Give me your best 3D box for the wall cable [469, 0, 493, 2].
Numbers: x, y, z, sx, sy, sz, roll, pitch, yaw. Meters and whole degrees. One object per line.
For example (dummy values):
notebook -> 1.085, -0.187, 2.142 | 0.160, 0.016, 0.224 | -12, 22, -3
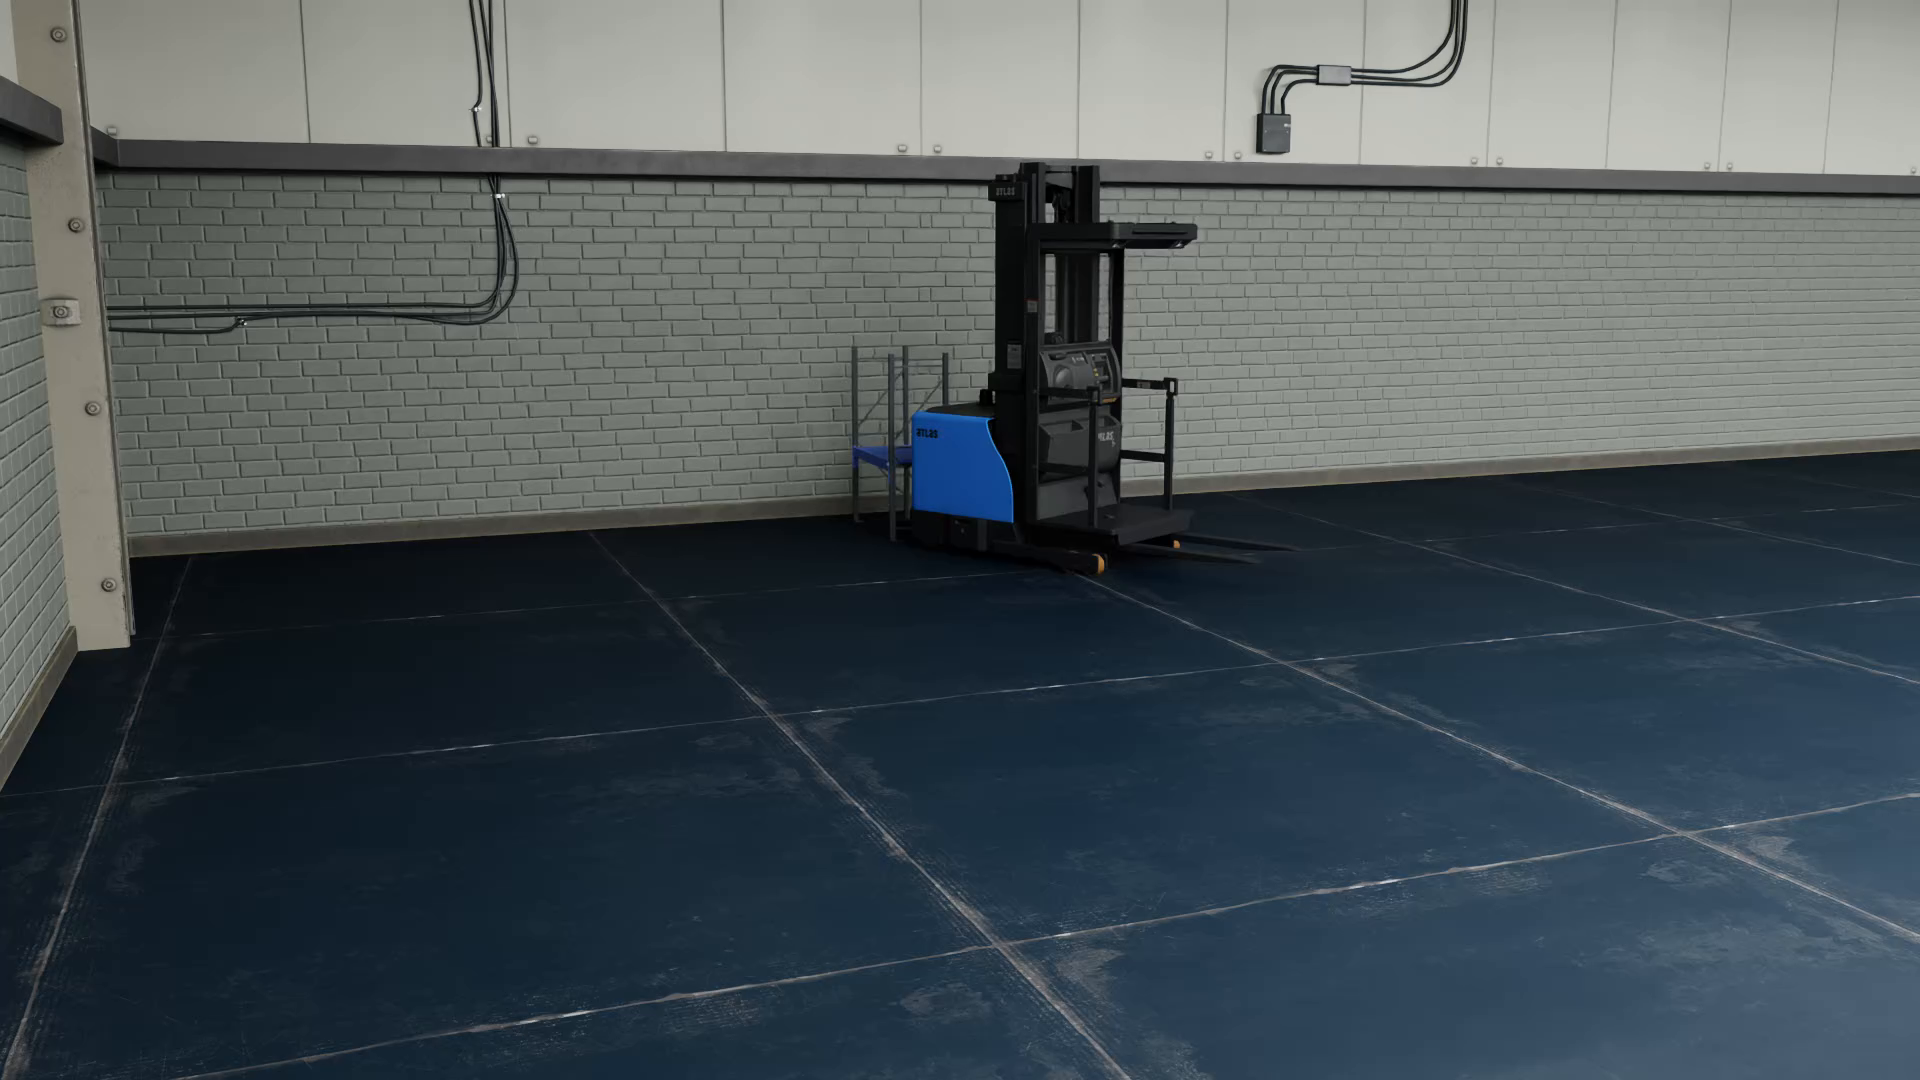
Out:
wall cable -> -2.452, -5.513, 13.163 | 3.097, 2.526, 0.112 | -4, 11, -21

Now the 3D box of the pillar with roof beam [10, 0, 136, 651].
pillar with roof beam -> -1.126, -4.092, 10.729 | 9.100, 9.000, 0.400 | -4, 11, -21

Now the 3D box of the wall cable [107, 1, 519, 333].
wall cable -> -4.973, -2.855, 12.641 | 3.097, 2.526, 0.112 | -4, 11, -21

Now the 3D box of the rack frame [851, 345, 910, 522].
rack frame -> -0.677, -0.907, 14.238 | 0.500, 1.500, 0.032 | -4, 11, -20

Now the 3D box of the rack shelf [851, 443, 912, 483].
rack shelf -> -0.502, -0.647, 13.799 | 0.538, 0.185, 1.000 | -4, 11, -20

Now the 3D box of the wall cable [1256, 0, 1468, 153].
wall cable -> 3.880, -6.658, 15.443 | 2.305, 6.003, 0.169 | -4, 11, -21

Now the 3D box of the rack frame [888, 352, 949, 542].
rack frame -> -0.327, -0.740, 13.298 | 0.500, 1.500, 0.032 | -4, 11, -20

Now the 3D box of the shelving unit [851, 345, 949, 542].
shelving unit -> -0.502, -0.824, 13.768 | 0.538, 1.500, 1.048 | -4, 11, -20

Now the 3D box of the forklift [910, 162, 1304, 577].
forklift -> 1.063, -1.284, 12.270 | 3.031, 2.935, 1.130 | 8, 13, 39
